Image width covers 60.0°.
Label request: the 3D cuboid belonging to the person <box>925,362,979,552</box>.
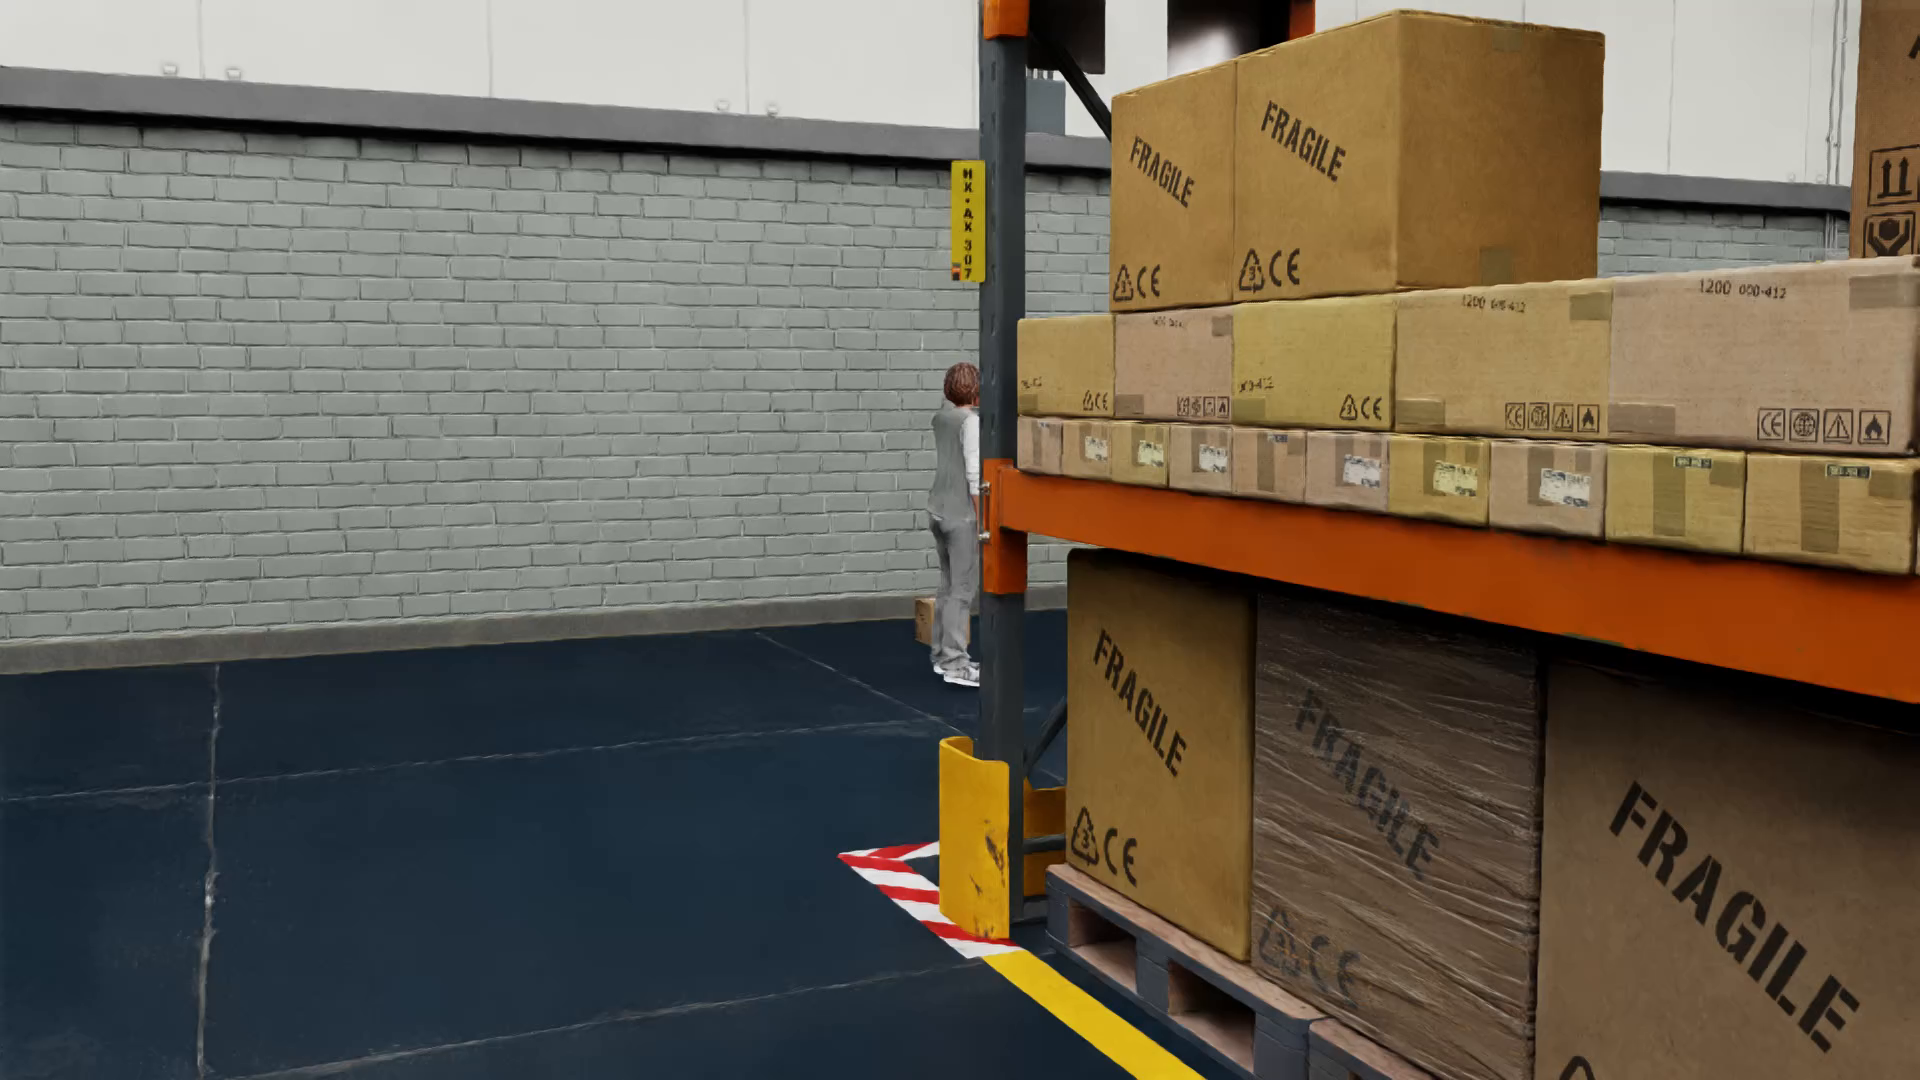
[{"bbox_3d":[-0.001,-0.420,8.312,0.319,0.937,0.478,-3,6,-25],"label":"person"}]
